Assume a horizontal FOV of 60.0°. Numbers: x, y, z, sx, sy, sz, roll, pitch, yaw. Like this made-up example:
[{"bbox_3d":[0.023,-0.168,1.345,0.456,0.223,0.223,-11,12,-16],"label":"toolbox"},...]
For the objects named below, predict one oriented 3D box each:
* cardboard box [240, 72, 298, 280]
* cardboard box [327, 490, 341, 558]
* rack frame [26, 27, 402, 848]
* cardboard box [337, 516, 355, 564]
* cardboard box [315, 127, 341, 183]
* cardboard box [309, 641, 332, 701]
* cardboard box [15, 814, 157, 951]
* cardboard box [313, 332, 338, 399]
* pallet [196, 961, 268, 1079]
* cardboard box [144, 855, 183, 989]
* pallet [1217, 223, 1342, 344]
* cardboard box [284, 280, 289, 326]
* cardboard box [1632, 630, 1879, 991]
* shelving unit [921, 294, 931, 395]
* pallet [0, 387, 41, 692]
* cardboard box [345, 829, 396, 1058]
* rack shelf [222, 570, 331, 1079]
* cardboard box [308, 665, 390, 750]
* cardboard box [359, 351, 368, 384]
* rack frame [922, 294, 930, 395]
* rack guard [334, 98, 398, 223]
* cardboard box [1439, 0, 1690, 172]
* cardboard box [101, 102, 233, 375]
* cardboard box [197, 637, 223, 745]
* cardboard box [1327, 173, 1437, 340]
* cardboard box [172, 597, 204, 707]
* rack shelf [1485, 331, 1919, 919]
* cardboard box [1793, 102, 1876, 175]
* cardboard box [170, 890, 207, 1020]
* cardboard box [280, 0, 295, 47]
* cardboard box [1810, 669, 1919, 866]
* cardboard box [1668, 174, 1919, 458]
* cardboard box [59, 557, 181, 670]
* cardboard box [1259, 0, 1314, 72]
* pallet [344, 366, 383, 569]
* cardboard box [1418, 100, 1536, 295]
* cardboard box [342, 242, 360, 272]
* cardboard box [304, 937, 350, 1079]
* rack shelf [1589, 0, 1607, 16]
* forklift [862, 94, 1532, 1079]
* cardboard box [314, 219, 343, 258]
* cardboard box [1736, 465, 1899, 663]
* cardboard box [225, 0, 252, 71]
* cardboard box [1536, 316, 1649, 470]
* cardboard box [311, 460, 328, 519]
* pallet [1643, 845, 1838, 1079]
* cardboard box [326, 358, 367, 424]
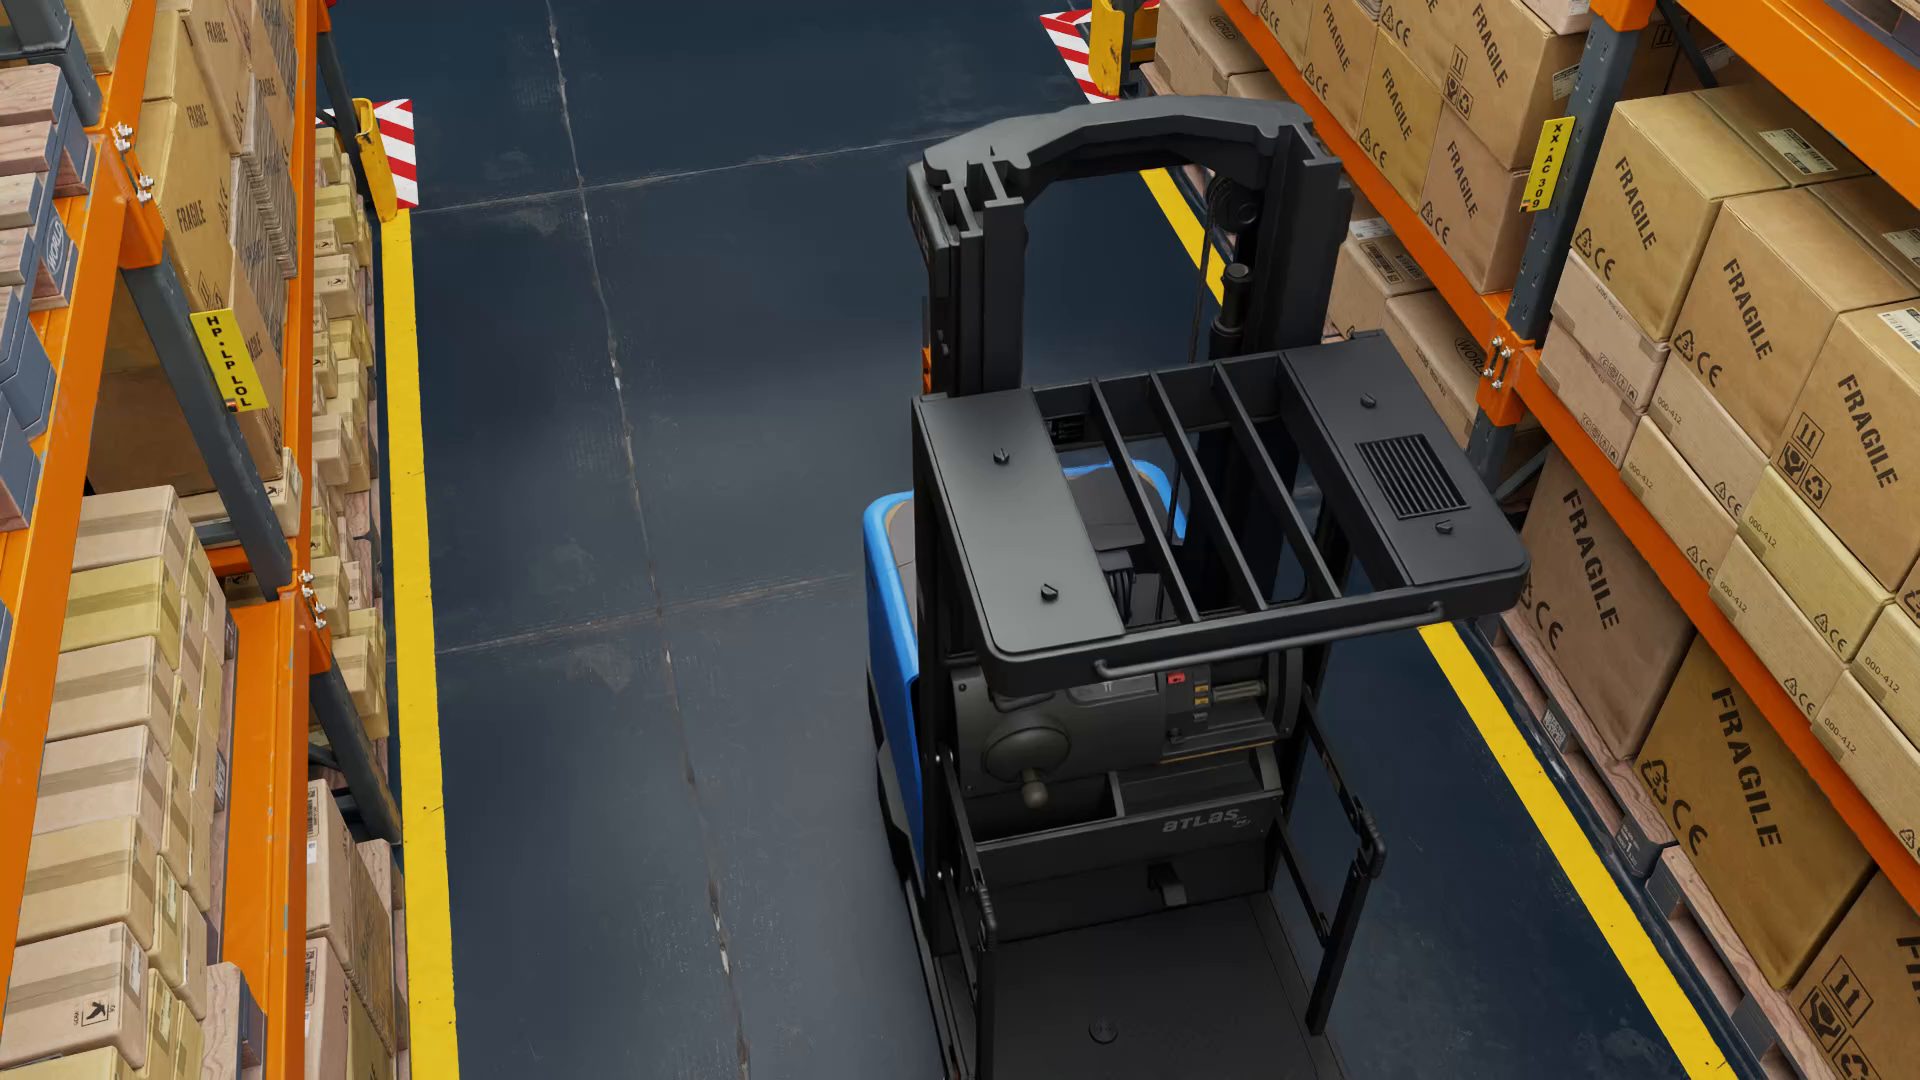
[{"bbox_3d":[-2.528,-1.171,5.520,0.500,0.500,0.500,-12,47,-11],"label":"cardboard box"},{"bbox_3d":[-2.516,-0.019,6.162,0.380,0.149,0.250,-13,47,-12],"label":"cardboard box"},{"bbox_3d":[-2.417,0.050,4.600,1.000,3.000,0.127,-11,47,-10],"label":"rack frame"},{"bbox_3d":[-2.495,0.079,6.274,0.380,0.149,0.250,-12,47,-11],"label":"cardboard box"},{"bbox_3d":[-3.061,-1.750,7.650,0.380,0.149,0.250,-10,46,-10],"label":"cardboard box"},{"bbox_3d":[-2.305,0.417,5.526,0.380,0.149,0.250,-9,46,-9],"label":"cardboard box"},{"bbox_3d":[-1.865,0.740,3.390,0.380,0.149,0.250,-12,47,-12],"label":"cardboard box"},{"bbox_3d":[-2.681,-0.666,6.588,0.380,0.149,0.250,-10,47,-10],"label":"cardboard box"},{"bbox_3d":[-1.940,1.520,3.295,1.003,0.211,1.213,-11,47,-10],"label":"pallet"},{"bbox_3d":[-1.856,0.847,3.493,0.380,0.149,0.250,-13,47,-12],"label":"cardboard box"},{"bbox_3d":[1.907,-1.332,7.907,1.003,0.211,1.213,-11,47,-10],"label":"pallet"},{"bbox_3d":[-2.496,-0.831,5.640,0.380,0.149,0.250,-10,46,-10],"label":"cardboard box"},{"bbox_3d":[2.817,0.708,5.150,0.875,0.875,0.875,-9,46,-9],"label":"cardboard box"},{"bbox_3d":[0.004,-0.410,6.312,0.258,1.200,0.189,-11,47,-10],"label":"shelving unit"},{"bbox_3d":[-2.094,0.227,2.458,1.213,0.211,1.003,-11,47,-10],"label":"pallet"},{"bbox_3d":[-1.984,1.243,4.888,0.500,0.500,0.500,-12,47,-11],"label":"cardboard box"},{"bbox_3d":[-1.905,1.683,3.504,1.077,0.370,4.000,-11,47,-10],"label":"rack shelf"},{"bbox_3d":[-2.200,0.591,5.773,0.380,0.149,0.250,-13,47,-12],"label":"cardboard box"},{"bbox_3d":[-2.705,-0.653,6.992,0.380,0.149,0.250,-10,46,-10],"label":"cardboard box"},{"bbox_3d":[-0.020,-0.473,6.374,0.240,1.200,0.006,-11,47,-10],"label":"rack frame"},{"bbox_3d":[-3.422,-1.784,8.148,1.175,0.500,0.348,-11,47,-10],"label":"rack guard"},{"bbox_3d":[1.954,-1.585,5.433,0.500,0.500,0.500,-11,47,-11],"label":"cardboard box"},{"bbox_3d":[-2.297,-0.795,4.450,0.500,0.500,0.500,-10,46,-9],"label":"cardboard box"},{"bbox_3d":[-2.057,0.409,4.131,0.380,0.149,0.250,-10,47,-10],"label":"cardboard box"},{"bbox_3d":[2.055,-1.246,7.371,0.875,0.438,0.875,-12,47,-11],"label":"cardboard box"},{"bbox_3d":[-2.056,0.307,4.022,0.380,0.149,0.250,-10,46,-10],"label":"cardboard box"},{"bbox_3d":[2.854,0.708,4.460,1.077,0.370,4.000,-11,47,-10],"label":"rack shelf"},{"bbox_3d":[2.699,-1.047,4.906,0.500,0.500,0.500,-9,46,-9],"label":"cardboard box"},{"bbox_3d":[-1.855,0.945,3.605,0.380,0.149,0.250,-13,47,-12],"label":"cardboard box"},{"bbox_3d":[-2.951,-2.231,6.558,0.500,0.500,0.500,-11,47,-11],"label":"cardboard box"},{"bbox_3d":[2.568,0.541,4.225,0.500,0.250,0.500,-11,47,-11],"label":"cardboard box"},{"bbox_3d":[2.334,-0.607,4.474,0.500,0.500,0.500,-11,47,-11],"label":"cardboard box"},{"bbox_3d":[-2.056,0.210,3.909,0.380,0.149,0.250,-12,47,-12],"label":"cardboard box"},{"bbox_3d":[1.577,-2.296,6.830,0.500,0.500,0.500,-9,46,-9],"label":"cardboard box"},{"bbox_3d":[-2.939,-0.275,6.871,1.003,0.211,1.213,-11,47,-10],"label":"pallet"},{"bbox_3d":[1.976,-1.233,5.788,0.500,0.500,0.500,-10,46,-10],"label":"cardboard box"},{"bbox_3d":[-2.896,-1.294,7.412,0.380,0.149,0.250,-12,47,-12],"label":"cardboard box"},{"bbox_3d":[-1.863,1.341,4.267,0.500,0.250,0.500,-9,46,-8],"label":"cardboard box"},{"bbox_3d":[1.830,-3.103,6.095,1.077,0.370,4.000,-11,47,-10],"label":"rack shelf"},{"bbox_3d":[0.490,0.540,4.168,1.130,2.935,3.031,-9,46,-9],"label":"forklift"},{"bbox_3d":[-2.858,-1.220,7.131,0.380,0.149,0.250,-12,47,-12],"label":"cardboard box"},{"bbox_3d":[2.446,0.016,4.389,0.500,0.250,0.500,-10,46,-10],"label":"cardboard box"},{"bbox_3d":[-2.674,-1.858,5.492,0.500,0.500,0.500,-12,47,-12],"label":"cardboard box"},{"bbox_3d":[2.199,-0.520,5.264,0.500,0.250,0.500,-12,47,-11],"label":"cardboard box"},{"bbox_3d":[-2.520,-0.125,6.058,0.380,0.149,0.250,-12,47,-11],"label":"cardboard box"},{"bbox_3d":[2.928,1.414,5.216,1.003,0.211,1.213,-11,47,-10],"label":"pallet"},{"bbox_3d":[-2.605,-0.573,6.705,0.380,0.149,0.250,-10,46,-10],"label":"cardboard box"}]
